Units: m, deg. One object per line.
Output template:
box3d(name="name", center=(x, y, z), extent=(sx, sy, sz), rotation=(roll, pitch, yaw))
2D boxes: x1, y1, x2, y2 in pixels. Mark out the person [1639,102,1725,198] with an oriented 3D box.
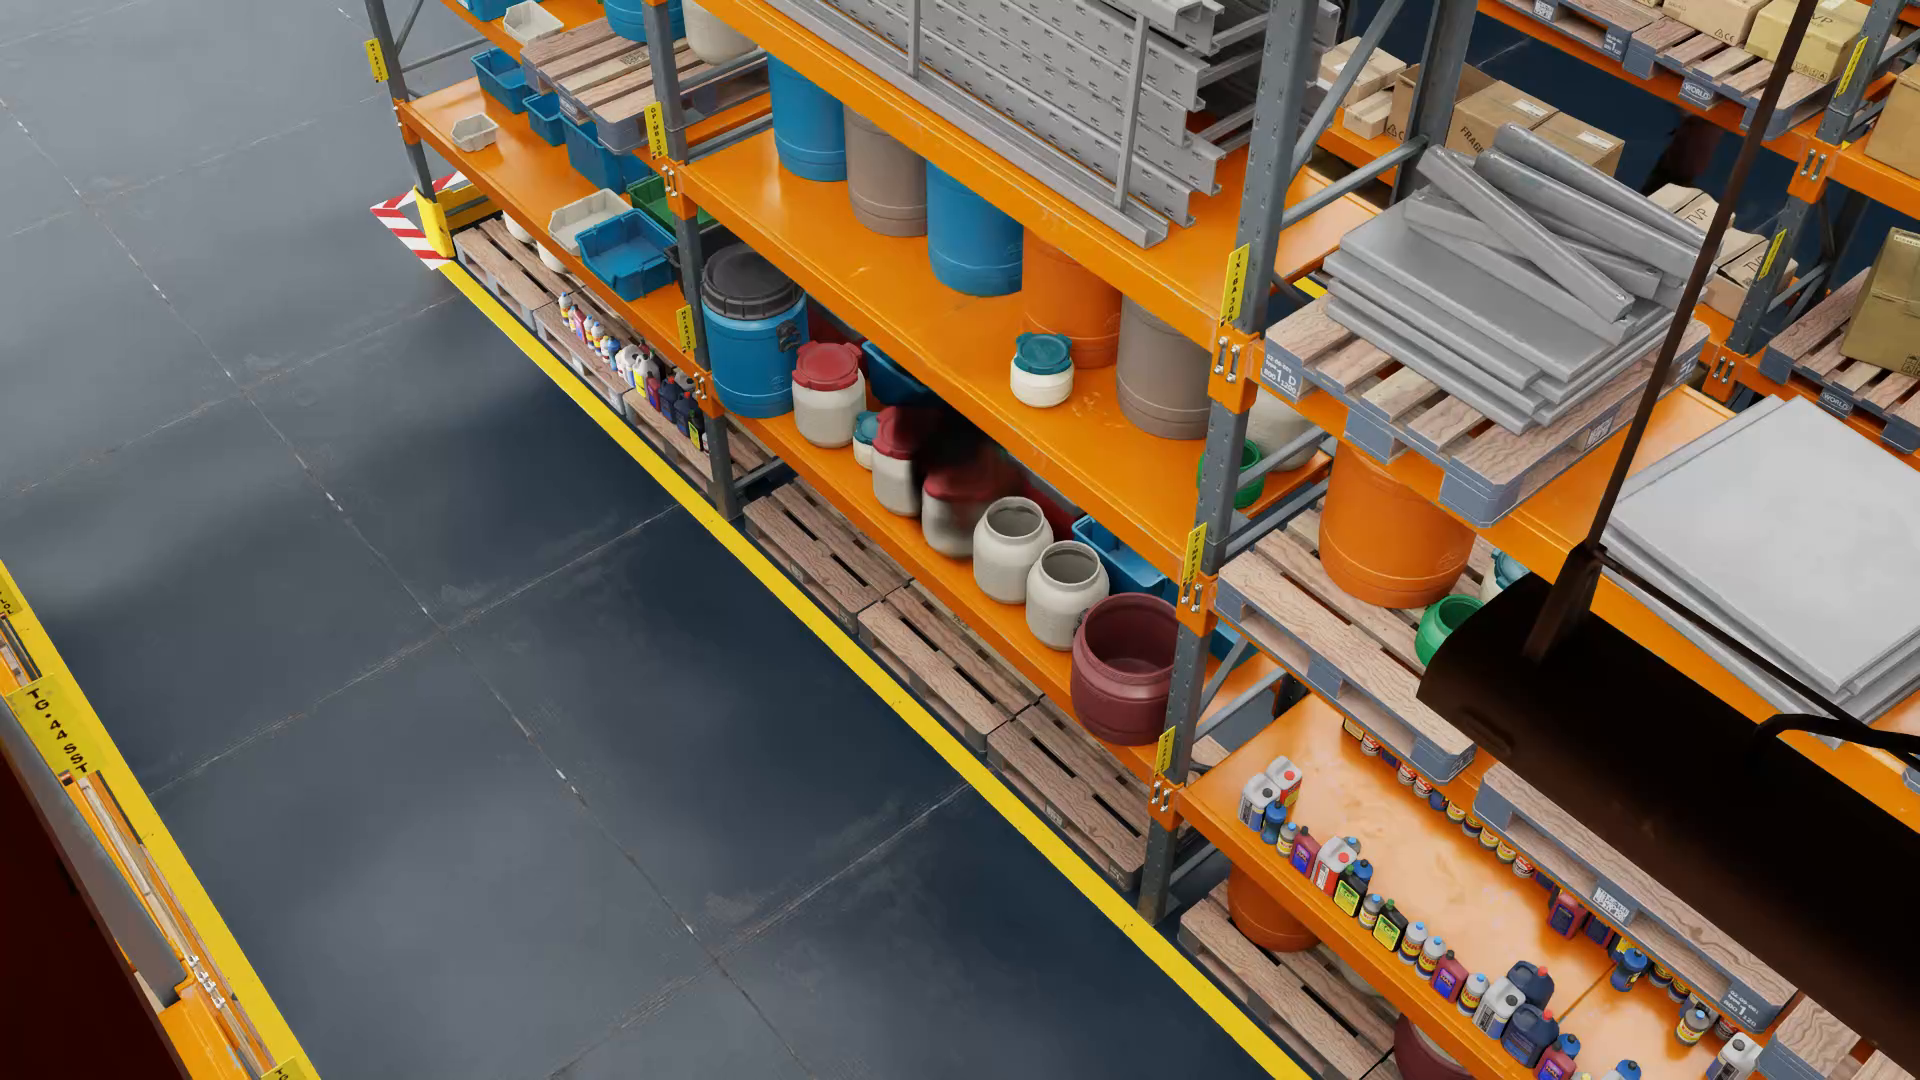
box3d(name="person", center=(5.635, -3.062, 12.651), extent=(0.714, 1.754, 1.034), rotation=(-36, 56, -29))
